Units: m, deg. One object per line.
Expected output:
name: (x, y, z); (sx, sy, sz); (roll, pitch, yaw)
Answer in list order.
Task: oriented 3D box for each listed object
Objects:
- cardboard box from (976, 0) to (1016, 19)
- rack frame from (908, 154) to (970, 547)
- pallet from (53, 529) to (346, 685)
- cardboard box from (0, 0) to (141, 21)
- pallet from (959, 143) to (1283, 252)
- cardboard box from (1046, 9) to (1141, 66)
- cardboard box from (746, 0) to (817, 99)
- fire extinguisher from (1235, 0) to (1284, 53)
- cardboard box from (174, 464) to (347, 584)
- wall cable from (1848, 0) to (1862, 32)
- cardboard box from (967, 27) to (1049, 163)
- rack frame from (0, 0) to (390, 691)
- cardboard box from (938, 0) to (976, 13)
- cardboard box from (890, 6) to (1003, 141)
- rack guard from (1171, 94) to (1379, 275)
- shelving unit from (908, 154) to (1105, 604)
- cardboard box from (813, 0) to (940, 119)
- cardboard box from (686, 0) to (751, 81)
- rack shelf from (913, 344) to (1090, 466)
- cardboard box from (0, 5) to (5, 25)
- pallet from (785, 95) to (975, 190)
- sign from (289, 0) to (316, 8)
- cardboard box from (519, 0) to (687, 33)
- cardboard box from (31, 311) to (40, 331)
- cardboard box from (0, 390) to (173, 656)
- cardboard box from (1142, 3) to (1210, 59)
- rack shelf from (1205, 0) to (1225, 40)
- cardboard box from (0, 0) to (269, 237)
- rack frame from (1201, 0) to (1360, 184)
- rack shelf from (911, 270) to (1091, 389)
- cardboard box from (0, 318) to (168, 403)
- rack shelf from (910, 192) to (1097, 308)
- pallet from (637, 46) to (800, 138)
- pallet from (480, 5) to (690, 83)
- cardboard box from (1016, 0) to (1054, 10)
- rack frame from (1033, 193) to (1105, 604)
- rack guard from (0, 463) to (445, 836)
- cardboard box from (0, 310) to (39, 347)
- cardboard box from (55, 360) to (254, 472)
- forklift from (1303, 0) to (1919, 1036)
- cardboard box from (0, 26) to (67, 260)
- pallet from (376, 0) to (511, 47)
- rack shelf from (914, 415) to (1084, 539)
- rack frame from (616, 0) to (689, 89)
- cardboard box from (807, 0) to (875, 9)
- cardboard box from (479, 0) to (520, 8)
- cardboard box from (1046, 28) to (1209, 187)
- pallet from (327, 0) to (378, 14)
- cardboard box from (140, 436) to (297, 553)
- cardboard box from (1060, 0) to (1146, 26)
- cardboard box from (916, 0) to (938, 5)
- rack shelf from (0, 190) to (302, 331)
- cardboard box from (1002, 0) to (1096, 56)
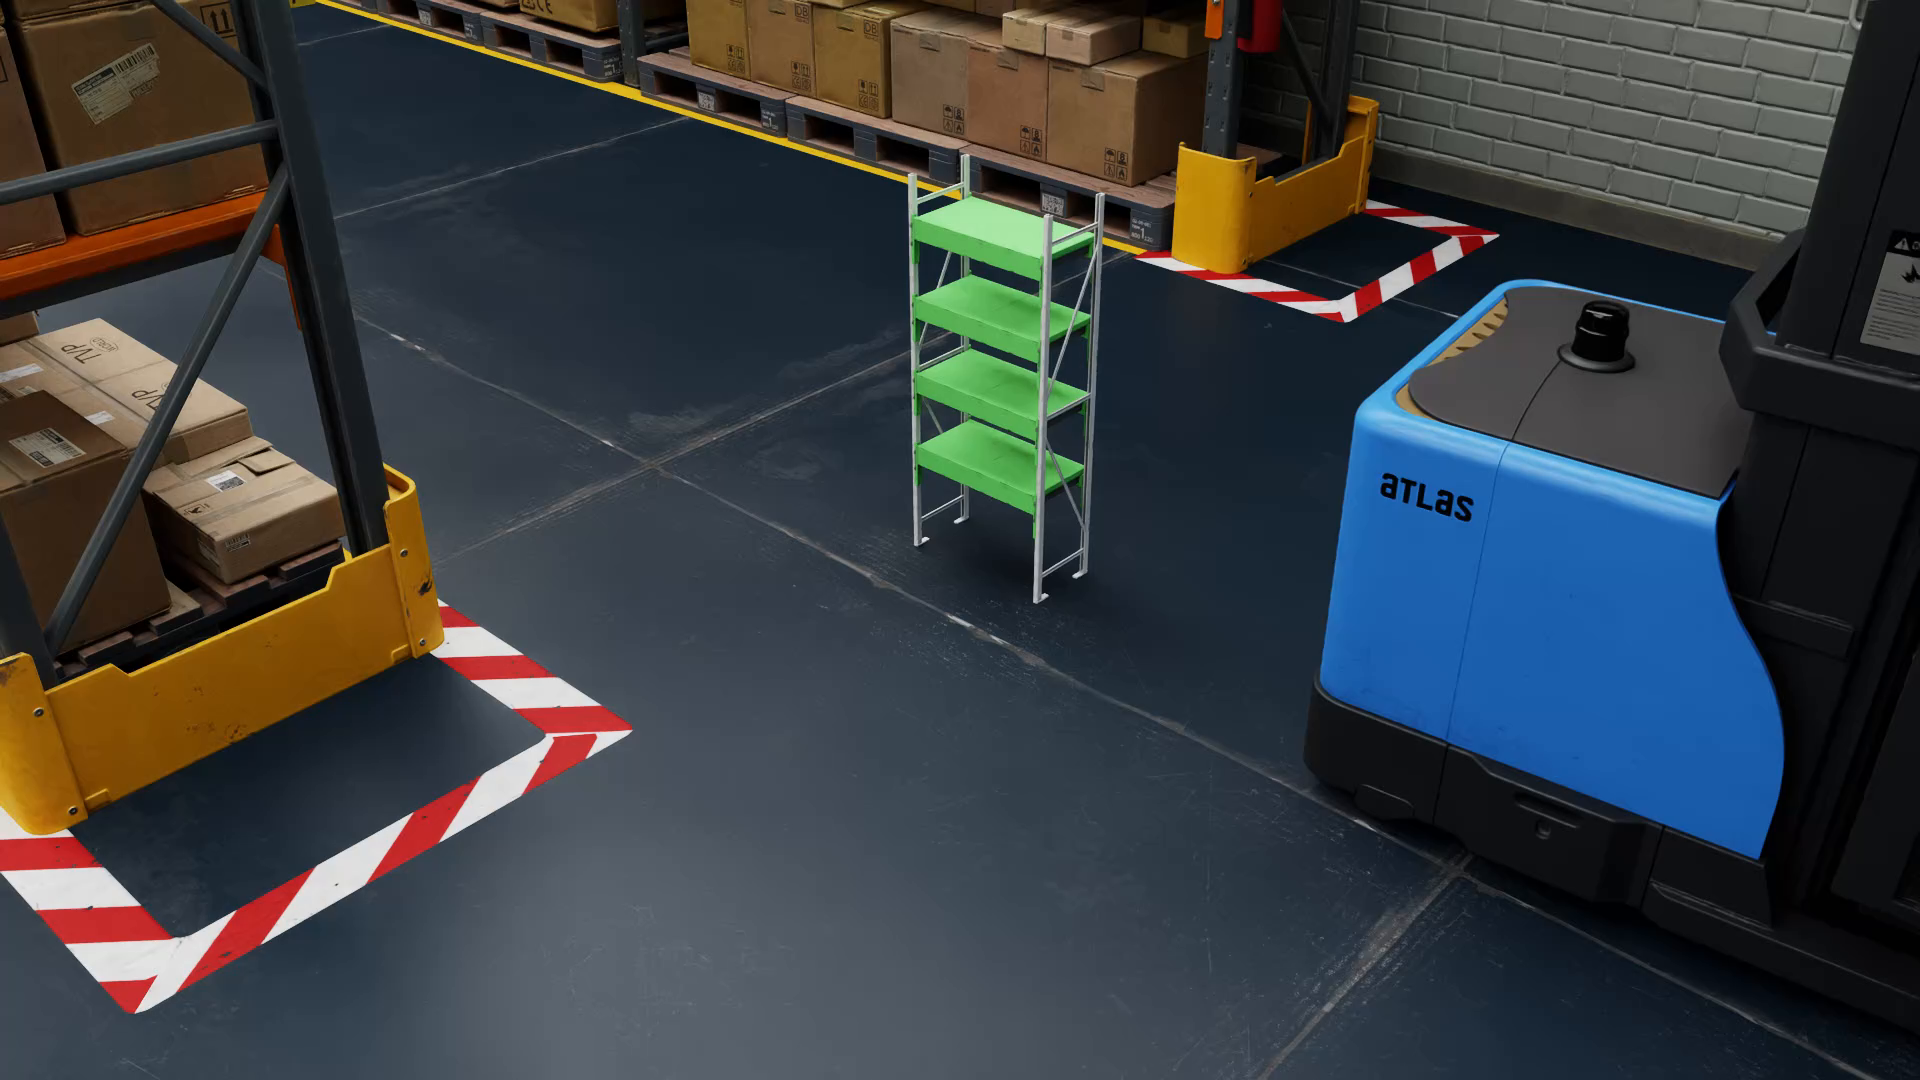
cardboard box: (0.295, -2.677, 8.176); (0.250, 0.149, 0.380); (26, 39, 36)
rack frame: (-0.058, -0.541, 4.986); (0.015, 1.200, 0.240); (25, 39, 35)
pallet: (-2.564, 0.085, 4.904); (1.213, 0.211, 1.003); (25, 39, 35)
cardboard box: (-2.068, -1.533, 3.822); (0.500, 0.500, 0.500); (26, 40, 36)
pallet: (0.760, -1.755, 7.961); (1.213, 0.211, 1.003); (25, 39, 35)
cardboard box: (0.602, -2.269, 7.498); (0.250, 0.149, 0.380); (25, 39, 35)
cardboard box: (-0.705, -2.723, 8.882); (0.500, 0.500, 0.700); (25, 39, 35)
fire extinguisher: (1.207, -2.281, 6.568); (0.183, 0.674, 0.296); (25, 39, 35)
cardboard box: (-1.996, -0.051, 4.764); (0.250, 0.149, 0.380); (25, 39, 35)
wall cable: (2.989, -3.057, 6.434); (1.851, 1.984, 0.084); (25, 39, 35)
cardboard box: (0.448, -2.189, 7.995); (0.500, 0.500, 0.700); (25, 39, 35)
rack frame: (-1.916, -0.808, 3.683); (0.127, 3.000, 1.000); (25, 39, 35)
cardboard box: (0.105, -2.765, 8.323); (0.250, 0.149, 0.380); (25, 39, 36)
cardboard box: (0.075, -2.363, 8.283); (0.500, 0.500, 0.700); (24, 38, 34)
rack guard: (1.423, -1.624, 7.463); (0.348, 0.500, 1.175); (25, 39, 35)
shelving unit: (0.123, -0.457, 4.845); (0.503, 1.200, 0.258); (25, 39, 35)
cardboard box: (-0.326, -2.545, 8.585); (0.500, 0.500, 0.700); (26, 40, 36)
cardboard box: (-1.075, -2.898, 9.173); (0.500, 0.500, 0.700); (26, 39, 36)
rack shelf: (0.123, -0.402, 4.878); (0.480, 0.148, 0.258); (25, 39, 35)
cardboard box: (-2.431, -1.328, 3.481); (0.500, 0.500, 0.500); (25, 39, 35)
pallet: (-0.141, -2.177, 8.662); (1.213, 0.211, 1.003); (25, 39, 35)
sign: (-1.552, -1.386, 3.804); (0.005, 0.325, 0.100); (25, 39, 35)
cardboard box: (-2.130, -3.522, 9.869); (0.750, 0.750, 0.750); (26, 39, 36)
cardboard box: (-3.713, -0.880, 5.984); (0.500, 0.311, 0.500); (25, 39, 35)
cardboard box: (-2.485, -0.019, 4.370); (0.500, 0.500, 0.500); (25, 39, 35)
cardboard box: (1.046, -2.327, 7.595); (0.250, 0.149, 0.380); (25, 39, 35)
rack shelf: (-0.078, -3.087, 8.167); (4.000, 0.370, 1.077); (25, 39, 35)
cardboard box: (-2.068, -1.105, 4.080); (0.500, 0.500, 0.500); (26, 40, 36)
rack frame: (1.405, -2.703, 6.832); (0.127, 3.000, 1.000); (25, 39, 35)
rack shelf: (0.123, -0.608, 4.755); (0.480, 0.148, 0.258); (25, 39, 35)
cardboard box: (-2.870, -0.461, 5.346); (0.500, 0.250, 0.500); (25, 39, 35)
rack shelf: (0.123, -0.813, 4.631); (0.480, 0.148, 0.258); (25, 39, 35)
pallet: (-1.049, -2.600, 9.364); (1.213, 0.211, 1.003); (25, 39, 35)
pallet: (-2.183, -3.131, 10.246); (1.213, 0.211, 1.003); (25, 39, 35)
cardboard box: (0.485, -2.589, 8.030); (0.250, 0.149, 0.380); (25, 39, 35)
rack frame: (0.304, -0.372, 4.705); (0.015, 1.200, 0.240); (25, 39, 35)
rack guard: (-1.972, 0.237, 4.371); (0.348, 0.500, 1.175); (25, 39, 35)
cardboard box: (-3.485, -0.663, 5.436); (0.637, 0.503, 0.797); (25, 39, 35)
cardboard box: (-2.500, -0.288, 5.059); (0.500, 0.250, 0.500); (25, 39, 35)
forklift: (2.357, -0.387, 3.050); (3.031, 2.935, 1.130); (20, 37, 30)
cardboard box: (-2.431, -0.901, 3.742); (0.500, 0.500, 0.500); (26, 40, 36)
pallet: (-3.092, -3.553, 10.948); (1.213, 0.211, 1.003); (25, 39, 35)
rack shelf: (0.123, -0.196, 5.002); (0.480, 0.148, 0.258); (25, 39, 35)
rack frame: (-1.561, -4.087, 9.131); (0.127, 3.000, 1.000); (25, 39, 35)
cardboard box: (-0.556, -2.807, 8.393); (0.250, 0.149, 0.380); (24, 38, 34)
cardboard box: (-2.791, -3.828, 10.378); (0.750, 0.750, 0.750); (26, 40, 36)
cardboard box: (0.819, -2.016, 7.707); (0.500, 0.500, 0.700); (25, 39, 35)
pallet: (-3.992, -3.975, 11.649); (1.213, 0.211, 1.003); (25, 39, 35)
cardboard box: (-2.181, -0.145, 4.903); (0.250, 0.166, 0.380); (25, 39, 35)
cardboard box: (0.670, -2.502, 7.886); (0.250, 0.149, 0.380); (25, 39, 35)
cardboard box: (-0.083, -2.853, 8.469); (0.250, 0.149, 0.380); (24, 39, 34)
rack shelf: (-3.399, -1.191, 5.018); (4.000, 0.370, 1.077); (25, 39, 35)
cardboard box: (0.412, -2.357, 7.644); (0.250, 0.149, 0.380); (26, 40, 36)
